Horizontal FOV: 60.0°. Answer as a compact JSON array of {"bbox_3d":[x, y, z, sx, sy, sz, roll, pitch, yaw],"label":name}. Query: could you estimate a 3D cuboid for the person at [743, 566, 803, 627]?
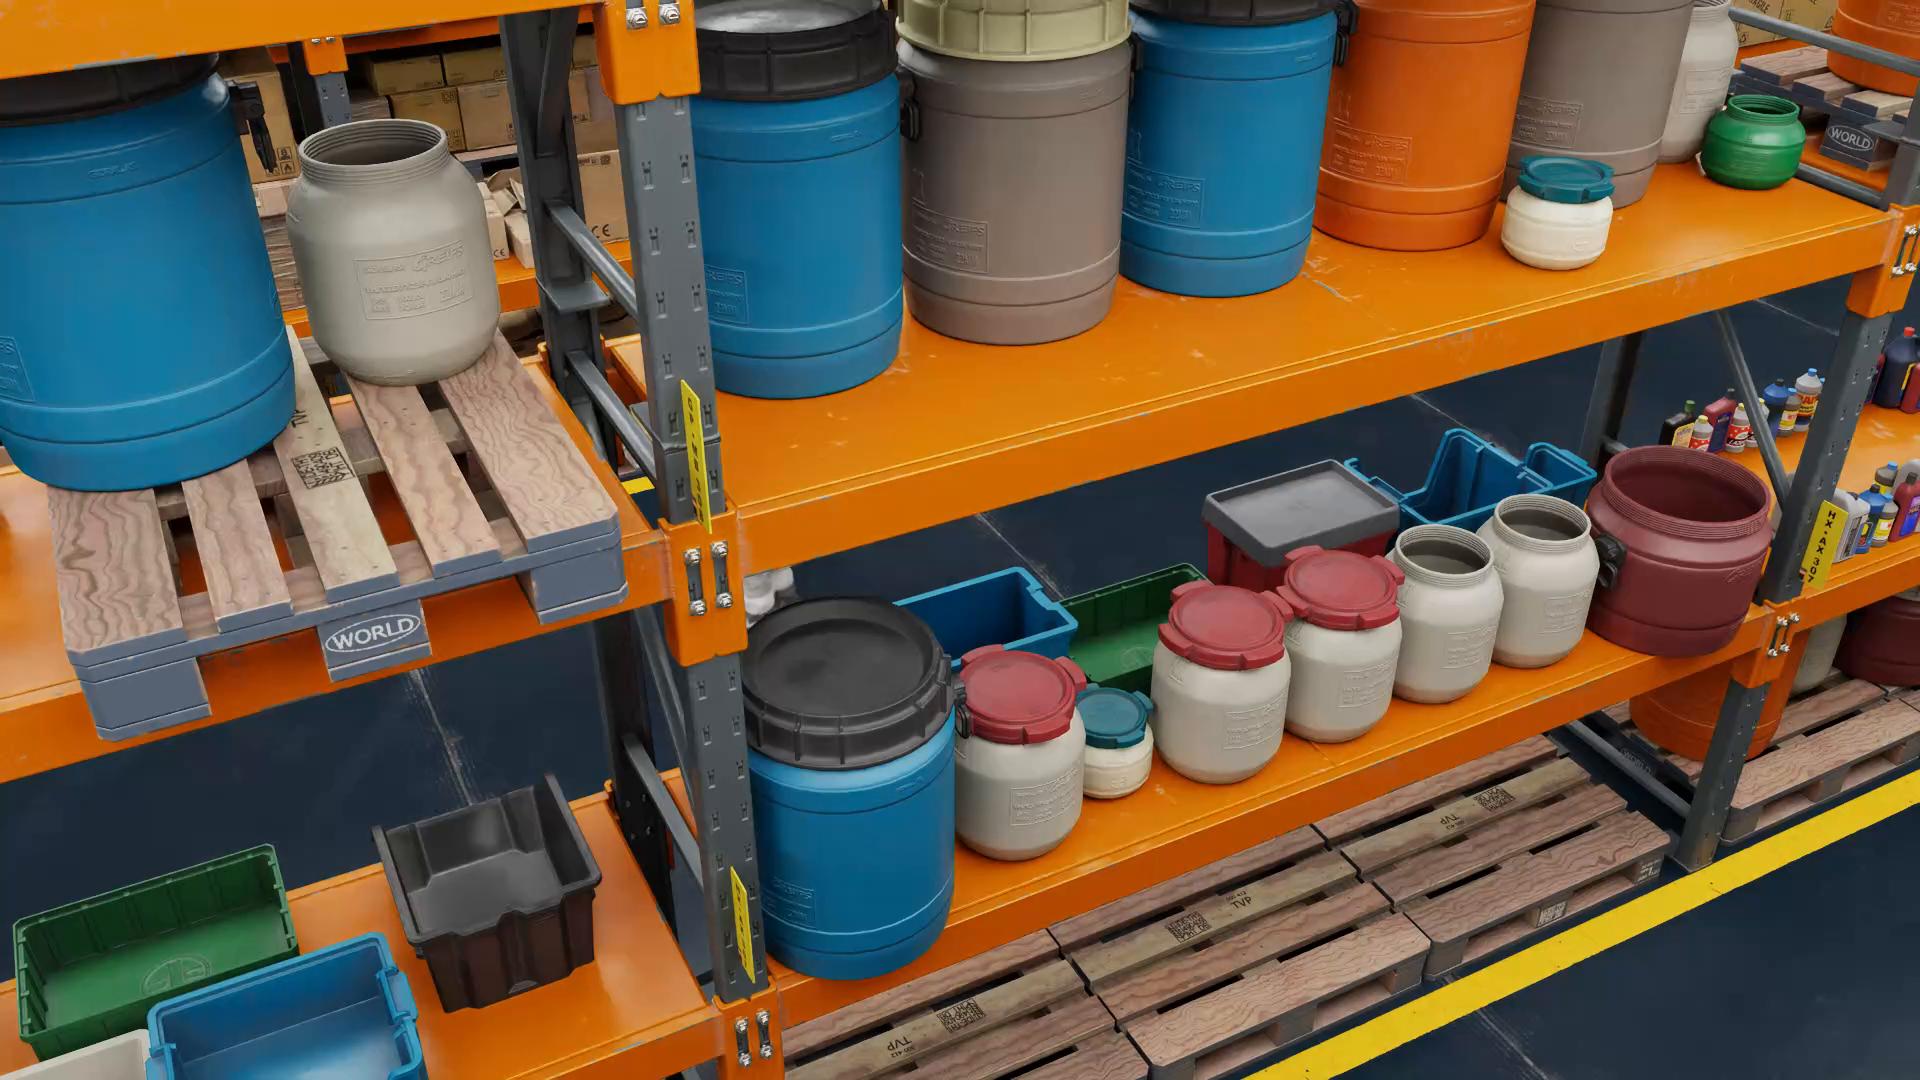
[{"bbox_3d":[-0.989,-0.284,7.526,0.423,1.788,0.665,10,34,15],"label":"person"}]
